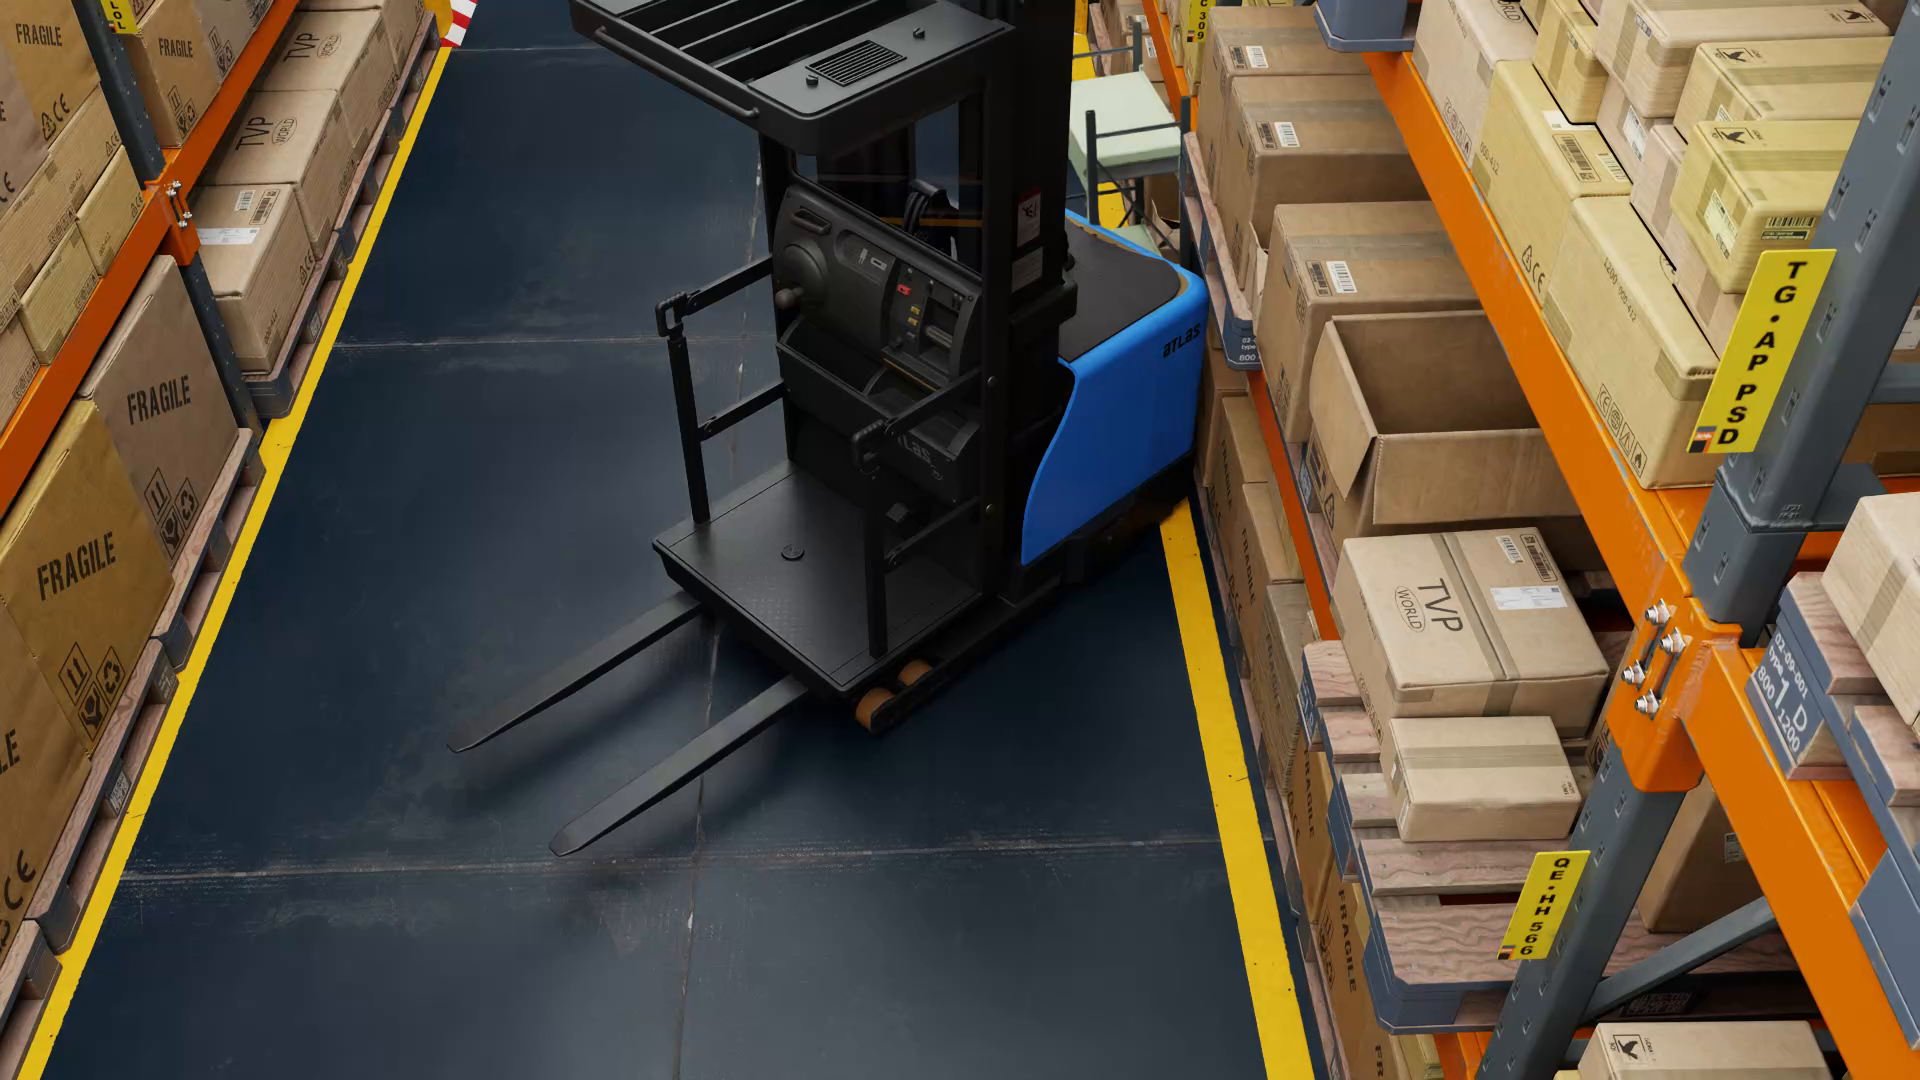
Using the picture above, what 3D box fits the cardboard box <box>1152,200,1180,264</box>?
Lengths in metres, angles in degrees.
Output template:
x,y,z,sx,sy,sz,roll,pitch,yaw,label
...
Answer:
x,y,z,sx,sy,sz,roll,pitch,yaw,label
1.095,-1.416,7.788,0.396,0.266,0.258,0,43,0,cardboard box

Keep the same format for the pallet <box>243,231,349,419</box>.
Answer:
x,y,z,sx,sy,sz,roll,pitch,yaw,label
-3.486,-1.003,7.688,1.003,0.211,1.213,-2,43,-2,pallet

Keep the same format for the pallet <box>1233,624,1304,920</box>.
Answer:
x,y,z,sx,sy,sz,roll,pitch,yaw,label
1.554,0.741,5.785,1.003,0.211,1.213,-2,43,-2,pallet

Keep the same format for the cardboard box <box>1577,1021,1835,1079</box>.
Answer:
x,y,z,sx,sy,sz,roll,pitch,yaw,label
1.316,0.988,2.899,0.380,0.149,0.250,0,43,-1,cardboard box

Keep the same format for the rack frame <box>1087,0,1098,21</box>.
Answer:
x,y,z,sx,sy,sz,roll,pitch,yaw,label
1.257,-4.361,9.288,1.000,3.000,0.127,-2,43,-2,rack frame

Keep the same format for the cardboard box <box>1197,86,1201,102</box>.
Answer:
x,y,z,sx,sy,sz,roll,pitch,yaw,label
1.161,-1.776,6.653,0.380,0.149,0.250,-1,43,-1,cardboard box

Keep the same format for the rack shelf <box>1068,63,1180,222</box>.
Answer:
x,y,z,sx,sy,sz,roll,pitch,yaw,label
0.636,-1.585,6.745,0.431,0.370,0.720,-10,40,-4,rack shelf

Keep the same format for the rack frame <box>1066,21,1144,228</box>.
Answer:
x,y,z,sx,sy,sz,roll,pitch,yaw,label
0.607,-1.512,7.274,0.400,1.500,0.023,-10,40,-4,rack frame

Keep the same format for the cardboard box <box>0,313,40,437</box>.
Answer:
x,y,z,sx,sy,sz,roll,pitch,yaw,label
-3.238,-0.480,5.164,0.500,0.250,0.500,-3,43,-3,cardboard box

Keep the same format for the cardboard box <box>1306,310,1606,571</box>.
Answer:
x,y,z,sx,sy,sz,roll,pitch,yaw,label
1.343,-0.250,4.415,0.797,0.503,0.637,-3,43,-3,cardboard box

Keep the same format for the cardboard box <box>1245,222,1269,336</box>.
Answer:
x,y,z,sx,sy,sz,roll,pitch,yaw,label
1.103,-0.817,5.210,0.396,0.266,0.258,0,43,0,cardboard box

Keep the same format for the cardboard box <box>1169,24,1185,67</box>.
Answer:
x,y,z,sx,sy,sz,roll,pitch,yaw,label
1.093,-2.126,7.035,0.380,0.149,0.250,-1,43,-1,cardboard box

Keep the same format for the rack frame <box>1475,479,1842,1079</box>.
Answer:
x,y,z,sx,sy,sz,roll,pitch,yaw,label
1.597,1.040,3.396,1.000,3.000,0.127,-2,43,-2,rack frame

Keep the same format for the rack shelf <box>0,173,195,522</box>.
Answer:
x,y,z,sx,sy,sz,roll,pitch,yaw,label
-3.447,0.100,4.954,1.077,0.370,4.000,-2,43,-2,rack shelf

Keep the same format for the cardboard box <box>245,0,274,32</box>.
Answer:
x,y,z,sx,sy,sz,roll,pitch,yaw,label
-3.322,-2.552,7.241,0.500,0.500,0.500,-1,43,-2,cardboard box

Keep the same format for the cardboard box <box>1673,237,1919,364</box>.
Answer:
x,y,z,sx,sy,sz,roll,pitch,yaw,label
1.341,-0.390,2.552,0.380,0.149,0.250,-1,43,-1,cardboard box

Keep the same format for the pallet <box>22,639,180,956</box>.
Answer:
x,y,z,sx,sy,sz,roll,pitch,yaw,label
-3.369,0.857,5.659,1.003,0.211,1.213,-2,43,-2,pallet

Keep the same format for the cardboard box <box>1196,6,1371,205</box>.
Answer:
x,y,z,sx,sy,sz,roll,pitch,yaw,label
1.224,-1.519,5.803,0.700,0.500,0.500,-1,43,-1,cardboard box

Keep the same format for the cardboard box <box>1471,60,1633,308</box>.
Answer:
x,y,z,sx,sy,sz,roll,pitch,yaw,label
1.311,-0.689,3.173,0.500,0.250,0.500,-2,43,-2,cardboard box

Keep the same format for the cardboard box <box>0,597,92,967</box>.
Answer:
x,y,z,sx,sy,sz,roll,pitch,yaw,label
-3.342,0.742,4.982,0.875,0.875,0.875,-1,43,-1,cardboard box

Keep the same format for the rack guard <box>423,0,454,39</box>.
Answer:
x,y,z,sx,sy,sz,roll,pitch,yaw,label
-3.703,-3.311,9.992,1.175,0.500,0.348,-2,43,-2,rack guard

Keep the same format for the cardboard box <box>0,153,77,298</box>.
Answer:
x,y,z,sx,sy,sz,roll,pitch,yaw,label
-3.242,-1.017,5.380,0.500,0.250,0.500,-1,43,-1,cardboard box

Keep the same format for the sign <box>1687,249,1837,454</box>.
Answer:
x,y,z,sx,sy,sz,roll,pitch,yaw,label
1.055,-0.242,2.192,0.100,0.325,0.005,-2,43,-2,sign

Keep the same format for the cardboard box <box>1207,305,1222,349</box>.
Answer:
x,y,z,sx,sy,sz,roll,pitch,yaw,label
1.177,-0.883,6.553,0.380,0.149,0.250,0,43,0,cardboard box

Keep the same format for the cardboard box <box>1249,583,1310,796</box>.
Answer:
x,y,z,sx,sy,sz,roll,pitch,yaw,label
1.288,0.486,5.539,0.500,0.500,0.500,-3,43,-3,cardboard box

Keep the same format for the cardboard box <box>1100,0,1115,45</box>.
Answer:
x,y,z,sx,sy,sz,roll,pitch,yaw,label
1.189,-3.180,9.536,0.797,0.503,0.637,-3,43,-3,cardboard box

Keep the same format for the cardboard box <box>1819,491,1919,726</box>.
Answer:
x,y,z,sx,sy,sz,roll,pitch,yaw,label
1.308,0.073,2.019,0.380,0.166,0.250,-2,43,-2,cardboard box

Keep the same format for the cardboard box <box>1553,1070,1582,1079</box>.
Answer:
x,y,z,sx,sy,sz,roll,pitch,yaw,label
1.347,1.218,2.942,0.500,0.250,0.500,-2,43,-2,cardboard box

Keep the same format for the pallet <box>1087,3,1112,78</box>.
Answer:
x,y,z,sx,sy,sz,roll,pitch,yaw,label
1.295,-2.743,9.587,1.003,0.211,1.213,-2,43,-2,pallet

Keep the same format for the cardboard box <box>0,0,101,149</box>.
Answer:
x,y,z,sx,sy,sz,roll,pitch,yaw,label
-3.262,-1.627,5.491,0.500,0.500,0.500,0,43,0,cardboard box

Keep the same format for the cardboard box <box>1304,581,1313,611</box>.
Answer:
x,y,z,sx,sy,sz,roll,pitch,yaw,label
1.335,0.178,5.395,0.380,0.149,0.250,-1,43,-2,cardboard box

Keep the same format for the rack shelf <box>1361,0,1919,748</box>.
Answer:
x,y,z,sx,sy,sz,roll,pitch,yaw,label
1.512,-1.151,4.098,1.077,0.370,4.000,-2,43,-2,rack shelf

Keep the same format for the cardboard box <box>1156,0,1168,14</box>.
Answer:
x,y,z,sx,sy,sz,roll,pitch,yaw,label
1.070,-2.475,7.416,0.380,0.149,0.250,-2,43,-2,cardboard box

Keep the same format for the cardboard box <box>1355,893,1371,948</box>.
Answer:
x,y,z,sx,sy,sz,roll,pitch,yaw,label
1.280,1.058,4.435,0.380,0.149,0.250,-4,43,-4,cardboard box

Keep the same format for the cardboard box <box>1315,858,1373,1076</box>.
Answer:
x,y,z,sx,sy,sz,roll,pitch,yaw,label
1.354,1.189,4.772,0.500,0.500,0.500,-2,43,-2,cardboard box

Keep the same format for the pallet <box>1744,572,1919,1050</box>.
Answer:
x,y,z,sx,sy,sz,roll,pitch,yaw,label
1.715,0.459,1.949,1.213,0.211,1.003,0,43,0,pallet

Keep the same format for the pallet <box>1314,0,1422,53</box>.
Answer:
x,y,z,sx,sy,sz,roll,pitch,yaw,label
1.432,-1.555,4.145,1.213,0.211,1.003,-2,43,-2,pallet

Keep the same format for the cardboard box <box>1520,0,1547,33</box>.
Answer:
x,y,z,sx,sy,sz,roll,pitch,yaw,label
1.349,-1.080,3.304,0.380,0.149,0.250,-1,43,-1,cardboard box

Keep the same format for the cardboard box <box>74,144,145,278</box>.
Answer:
x,y,z,sx,sy,sz,roll,pitch,yaw,label
-3.261,-1.165,5.912,0.500,0.250,0.500,-3,43,-3,cardboard box

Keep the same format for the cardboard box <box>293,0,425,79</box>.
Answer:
x,y,z,sx,sy,sz,roll,pitch,yaw,label
-3.574,-2.983,9.370,0.875,0.438,0.875,-3,43,-3,cardboard box

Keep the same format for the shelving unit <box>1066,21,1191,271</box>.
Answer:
x,y,z,sx,sy,sz,roll,pitch,yaw,label
0.668,-1.285,6.993,0.431,1.500,0.755,-10,40,-4,shelving unit

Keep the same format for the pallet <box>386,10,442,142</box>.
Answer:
x,y,z,sx,sy,sz,roll,pitch,yaw,label
-3.590,-2.650,9.485,1.003,0.211,1.213,-2,43,-2,pallet

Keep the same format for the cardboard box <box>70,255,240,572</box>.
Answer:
x,y,z,sx,sy,sz,roll,pitch,yaw,label
-3.426,-0.471,6.305,0.875,0.875,0.875,0,43,0,cardboard box

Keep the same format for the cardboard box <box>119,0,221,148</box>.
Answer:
x,y,z,sx,sy,sz,roll,pitch,yaw,label
-3.290,-1.877,6.503,0.500,0.500,0.500,0,43,0,cardboard box

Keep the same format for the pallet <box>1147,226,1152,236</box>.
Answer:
x,y,z,sx,sy,sz,roll,pitch,yaw,label
1.399,-1.096,7.790,1.003,0.211,1.213,-2,43,-2,pallet

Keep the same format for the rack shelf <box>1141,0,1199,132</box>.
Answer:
x,y,z,sx,sy,sz,roll,pitch,yaw,label
1.342,-2.745,8.058,1.077,0.370,4.000,-2,43,-2,rack shelf

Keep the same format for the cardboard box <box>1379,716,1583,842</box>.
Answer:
x,y,z,sx,sy,sz,roll,pitch,yaw,label
1.186,0.545,3.810,0.380,0.149,0.250,-1,43,-1,cardboard box

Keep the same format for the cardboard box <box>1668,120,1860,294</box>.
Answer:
x,y,z,sx,sy,sz,roll,pitch,yaw,label
1.287,-0.491,2.441,0.380,0.149,0.250,0,43,0,cardboard box

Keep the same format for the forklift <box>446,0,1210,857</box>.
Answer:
x,y,z,sx,sy,sz,roll,pitch,yaw,label
-0.443,-0.784,5.436,3.031,2.935,1.130,-34,52,-31,forklift

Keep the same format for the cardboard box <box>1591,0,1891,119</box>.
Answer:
x,y,z,sx,sy,sz,roll,pitch,yaw,label
1.319,-0.849,2.833,0.380,0.149,0.250,-3,43,-3,cardboard box

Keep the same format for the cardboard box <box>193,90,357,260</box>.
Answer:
x,y,z,sx,sy,sz,roll,pitch,yaw,label
-3.490,-1.757,8.032,0.875,0.438,0.875,-3,43,-3,cardboard box

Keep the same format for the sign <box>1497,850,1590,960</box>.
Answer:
x,y,z,sx,sy,sz,roll,pitch,yaw,label
1.055,0.664,3.007,0.100,0.325,0.005,-2,43,-2,sign

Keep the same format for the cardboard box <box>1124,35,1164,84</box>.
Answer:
x,y,z,sx,sy,sz,roll,pitch,yaw,label
1.109,-2.241,8.514,0.500,0.500,0.500,-1,43,-1,cardboard box

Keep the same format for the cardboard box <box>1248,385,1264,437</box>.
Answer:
x,y,z,sx,sy,sz,roll,pitch,yaw,label
1.288,-0.525,6.162,0.380,0.149,0.250,-4,43,-4,cardboard box

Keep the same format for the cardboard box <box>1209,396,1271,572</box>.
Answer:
x,y,z,sx,sy,sz,roll,pitch,yaw,label
1.255,-0.202,6.289,0.500,0.500,0.500,-2,43,-2,cardboard box

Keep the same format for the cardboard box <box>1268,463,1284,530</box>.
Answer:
x,y,z,sx,sy,sz,roll,pitch,yaw,label
1.286,-0.171,5.776,0.380,0.149,0.250,-2,43,-2,cardboard box

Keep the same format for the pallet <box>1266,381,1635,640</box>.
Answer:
x,y,z,sx,sy,sz,roll,pitch,yaw,label
1.510,-0.202,4.893,1.003,0.211,1.213,-2,43,-2,pallet

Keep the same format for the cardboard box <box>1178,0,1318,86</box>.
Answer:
x,y,z,sx,sy,sz,roll,pitch,yaw,label
1.162,-2.052,6.659,0.500,0.250,0.500,-1,43,-1,cardboard box

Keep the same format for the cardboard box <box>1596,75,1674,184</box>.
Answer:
x,y,z,sx,sy,sz,roll,pitch,yaw,label
1.364,-0.744,2.937,0.380,0.149,0.250,-1,43,-1,cardboard box
